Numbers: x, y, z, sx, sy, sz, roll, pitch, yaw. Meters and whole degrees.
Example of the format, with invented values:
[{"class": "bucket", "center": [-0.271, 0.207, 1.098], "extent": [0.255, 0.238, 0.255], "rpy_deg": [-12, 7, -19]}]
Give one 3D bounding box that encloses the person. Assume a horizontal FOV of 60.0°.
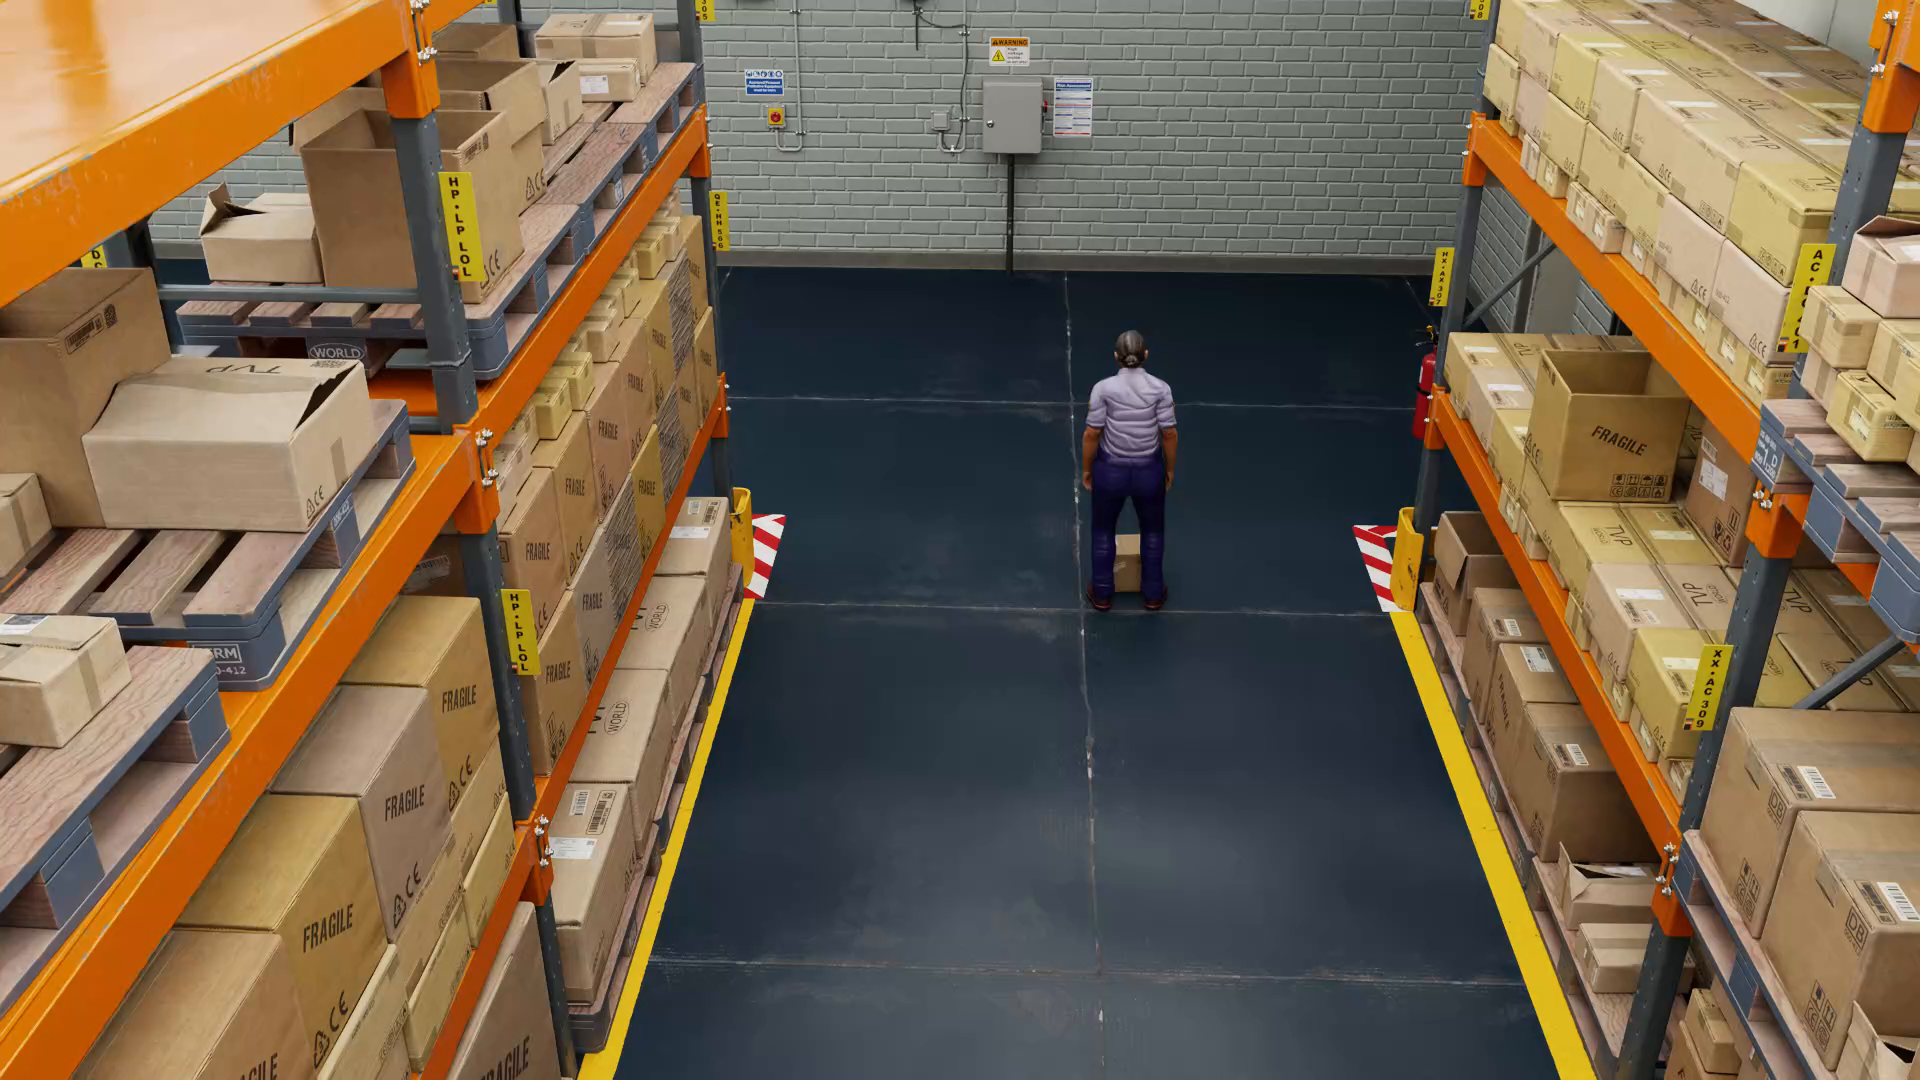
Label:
[{"class": "person", "center": [0.952, -0.369, 9.319], "extent": [0.541, 1.652, 0.368], "rpy_deg": [1, 28, 2]}]
